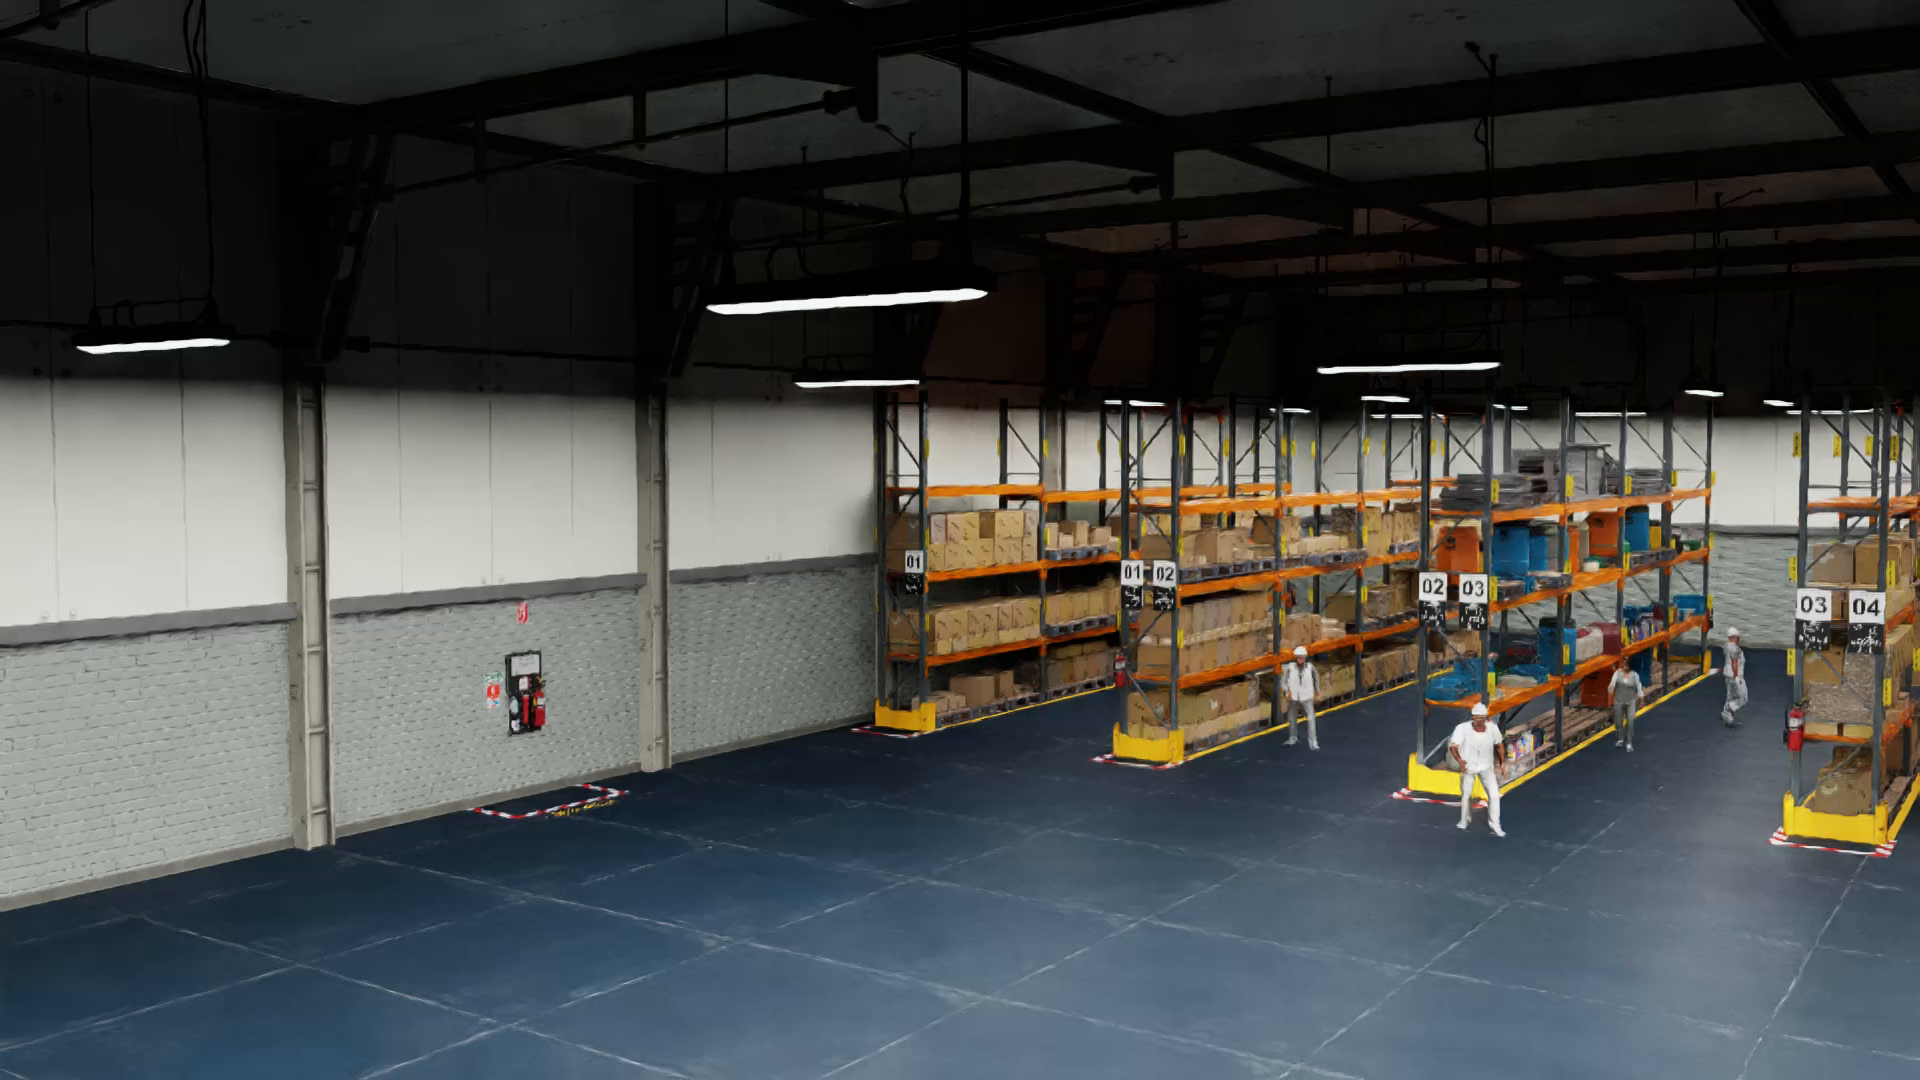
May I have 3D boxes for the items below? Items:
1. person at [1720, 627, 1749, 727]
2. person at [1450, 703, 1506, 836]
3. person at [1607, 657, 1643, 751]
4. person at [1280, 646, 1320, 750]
[{"bbox_3d":[13.828,2.455,29.765,0.444,1.786,0.597,0,3,8],"label":"person"},{"bbox_3d":[6.713,2.945,21.562,0.702,1.705,0.780,1,3,14],"label":"person"},{"bbox_3d":[11.058,2.692,27.618,0.546,1.564,0.608,1,3,25],"label":"person"},{"bbox_3d":[5.667,2.603,27.648,0.676,1.717,0.780,1,3,14],"label":"person"}]
